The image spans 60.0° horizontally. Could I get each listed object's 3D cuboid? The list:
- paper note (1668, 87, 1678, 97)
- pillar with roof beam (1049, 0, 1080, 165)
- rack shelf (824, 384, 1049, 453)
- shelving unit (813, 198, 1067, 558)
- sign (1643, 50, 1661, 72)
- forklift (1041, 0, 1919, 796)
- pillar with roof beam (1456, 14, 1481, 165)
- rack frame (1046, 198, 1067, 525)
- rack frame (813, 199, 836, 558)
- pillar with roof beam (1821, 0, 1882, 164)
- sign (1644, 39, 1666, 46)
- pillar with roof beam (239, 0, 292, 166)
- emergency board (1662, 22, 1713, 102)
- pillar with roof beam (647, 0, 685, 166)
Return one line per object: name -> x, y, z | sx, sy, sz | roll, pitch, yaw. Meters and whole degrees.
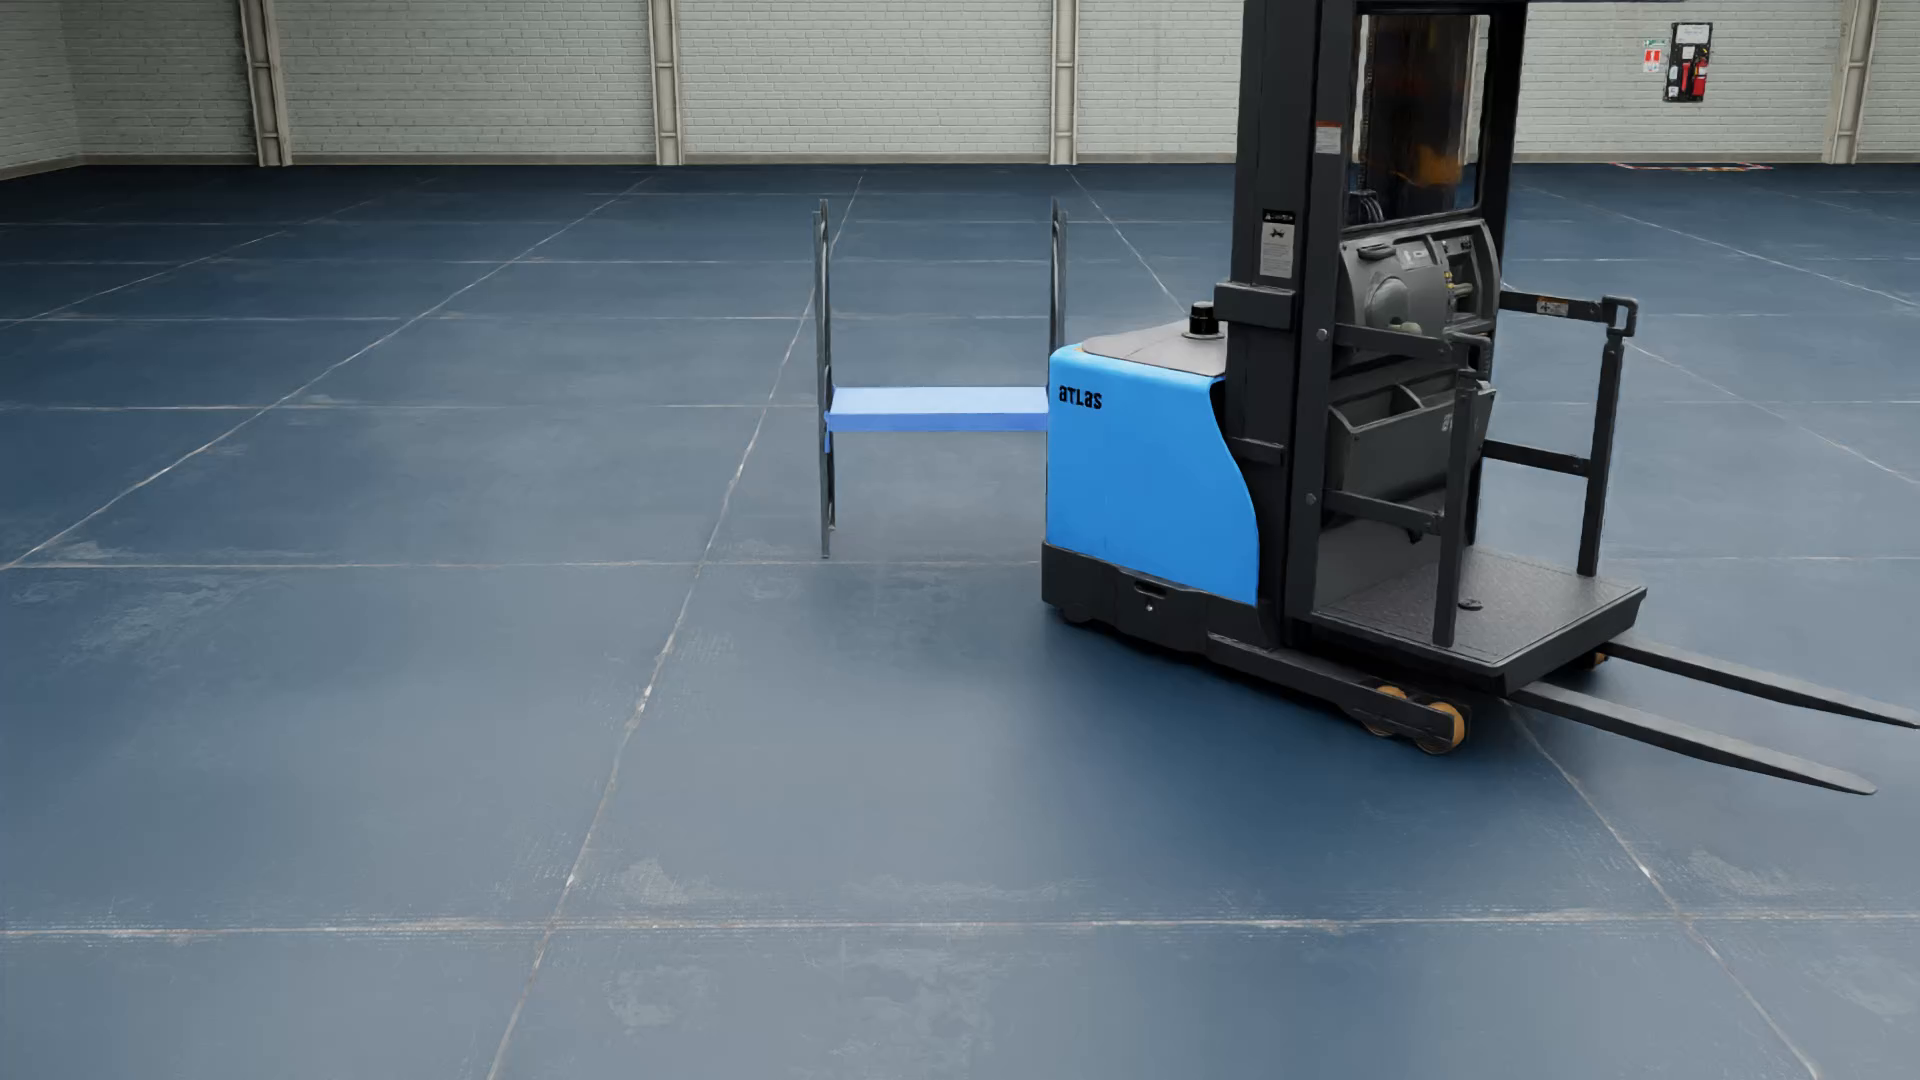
paper note -> 10.923, -6.858, 25.458 | 0.142, 0.148, 0.016 | 0, 18, -1
pillar with roof beam -> 1.642, -8.741, 20.065 | 0.400, 9.000, 9.100 | 0, 18, -1
rack shelf -> -0.085, -0.542, 7.372 | 1.000, 0.185, 0.538 | 0, 18, -1
shelving unit -> -0.085, -0.714, 7.317 | 1.048, 1.500, 0.538 | 0, 18, -1
sign -> 10.546, -7.303, 25.344 | 0.234, 0.329, 0.001 | 0, 18, -1
forklift -> 1.712, -0.879, 5.490 | 1.130, 2.935, 3.031 | -17, 24, -42
pillar with roof beam -> 7.641, -8.770, 20.156 | 0.400, 9.000, 9.100 | 0, 18, -1
rack frame -> 0.423, -0.716, 7.325 | 0.032, 1.500, 0.500 | 0, 18, -1
rack frame -> -0.594, -0.711, 7.310 | 0.032, 1.500, 0.500 | 0, 18, -1
pillar with roof beam -> 13.640, -8.799, 20.246 | 0.400, 9.000, 9.100 | 0, 18, -1
sign -> 10.551, -7.553, 25.255 | 0.331, 0.109, 0.001 | 0, 18, -1
pillar with roof beam -> -10.357, -8.684, 19.885 | 0.400, 9.000, 9.100 | 0, 18, -1
emergency board -> 11.101, -7.257, 25.260 | 0.643, 1.169, 0.194 | 0, 18, -1
pillar with roof beam -> -4.357, -8.713, 19.975 | 0.400, 9.000, 9.100 | 0, 18, -1
